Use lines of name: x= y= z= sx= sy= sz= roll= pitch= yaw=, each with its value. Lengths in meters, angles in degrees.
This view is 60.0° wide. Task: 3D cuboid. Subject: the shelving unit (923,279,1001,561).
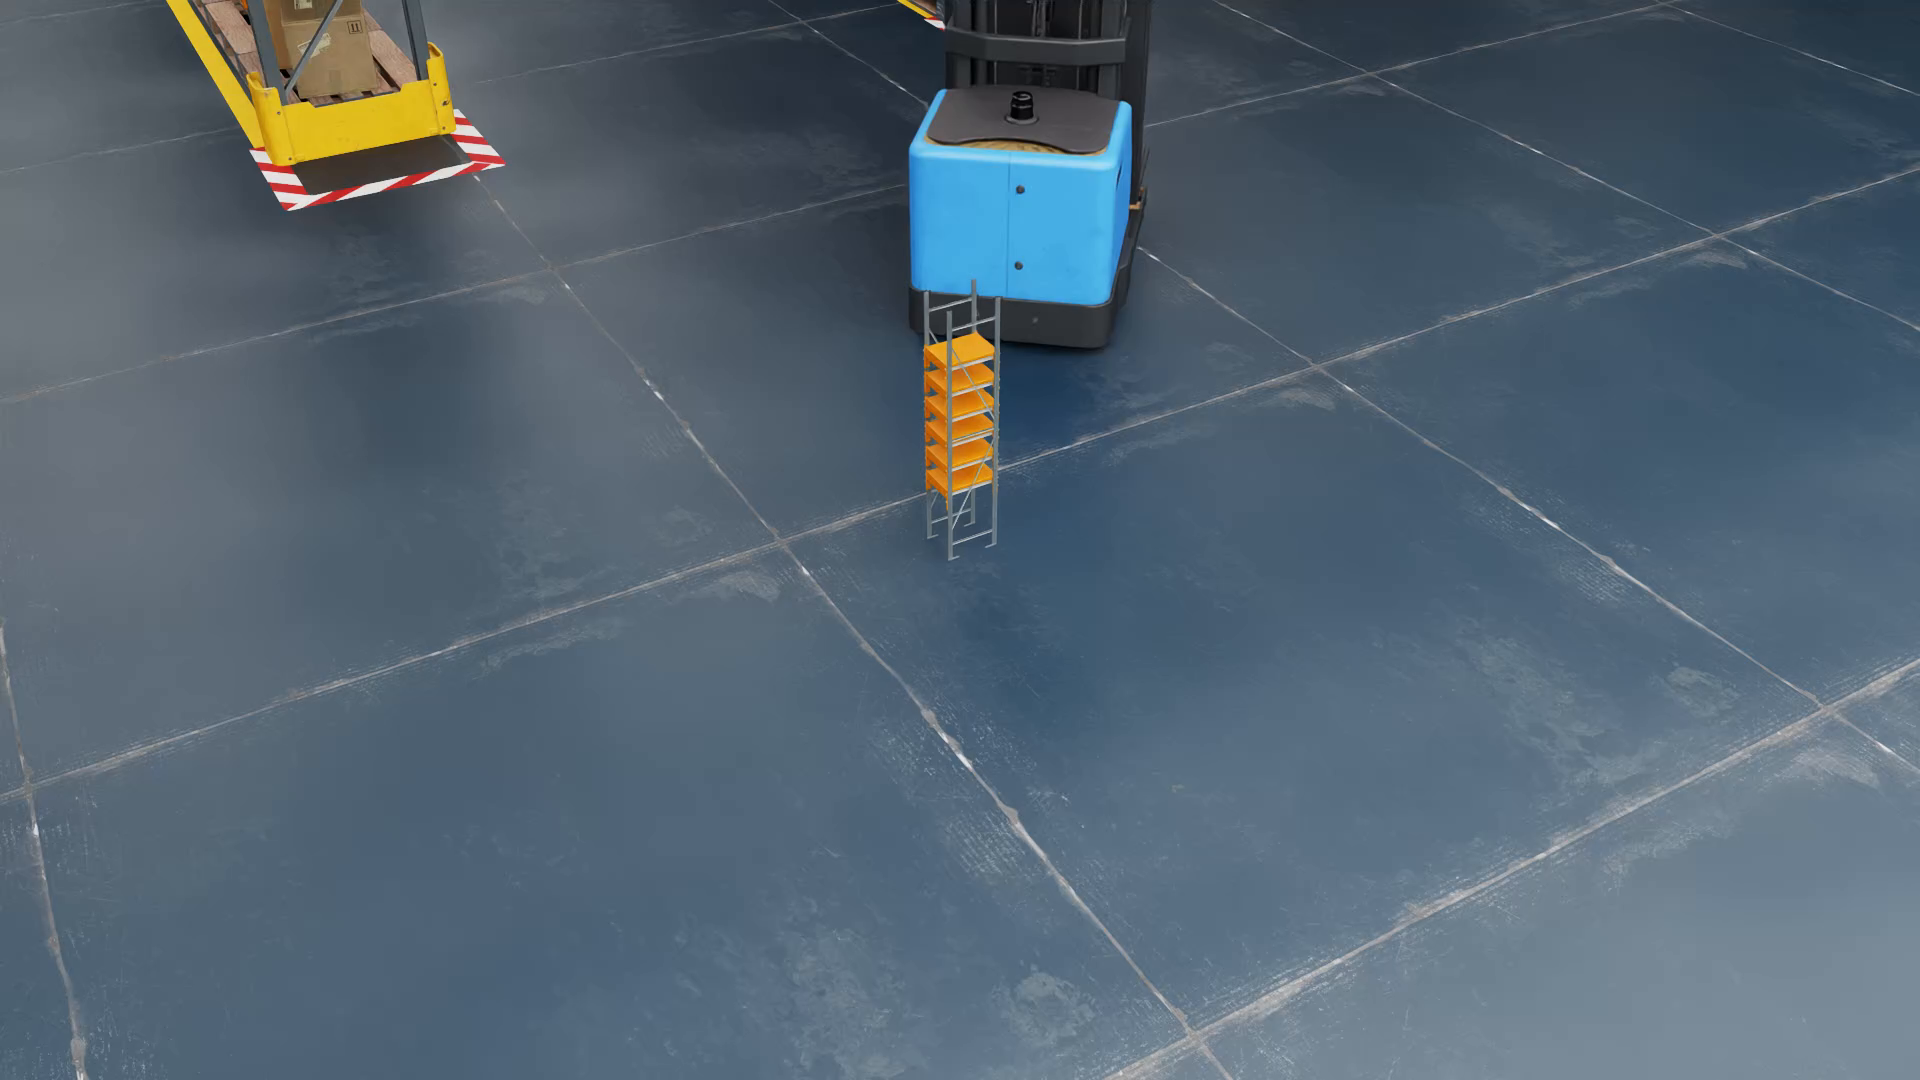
shelving unit: x=0.007 y=-0.477 z=6.886 sx=0.258 sy=1.200 sz=0.189 roll=-19 pitch=40 yaw=-24

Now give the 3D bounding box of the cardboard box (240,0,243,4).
cardboard box: x=-5.014 y=-4.174 z=12.185 sx=0.500 sy=0.500 sz=0.500 roll=-23 pitch=42 yaw=-28

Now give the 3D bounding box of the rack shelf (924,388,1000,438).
rack shelf: x=0.007 y=-0.538 z=6.841 sx=0.258 sy=0.103 sz=0.180 roll=-19 pitch=40 yaw=-24

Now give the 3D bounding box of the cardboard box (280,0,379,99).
cardboard box: x=-4.144 y=-3.257 z=10.929 sx=0.500 sy=0.500 sz=0.500 roll=-12 pitch=38 yaw=-16

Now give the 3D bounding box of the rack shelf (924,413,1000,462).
rack shelf: x=0.007 y=-0.441 z=6.912 sx=0.258 sy=0.103 sz=0.180 roll=-19 pitch=40 yaw=-24

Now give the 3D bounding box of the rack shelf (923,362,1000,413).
rack shelf: x=0.007 y=-0.635 z=6.771 sx=0.258 sy=0.103 sz=0.180 roll=-19 pitch=40 yaw=-24

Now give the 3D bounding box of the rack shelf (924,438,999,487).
rack shelf: x=0.007 y=-0.344 z=6.983 sx=0.258 sy=0.103 sz=0.180 roll=-19 pitch=40 yaw=-24

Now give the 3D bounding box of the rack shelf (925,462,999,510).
rack shelf: x=0.007 y=-0.247 z=7.054 sx=0.258 sy=0.103 sz=0.180 roll=-19 pitch=40 yaw=-24

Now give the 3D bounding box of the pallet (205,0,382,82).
pallet: x=-4.869 y=-3.732 z=12.181 sx=1.003 sy=0.211 sz=1.213 roll=-19 pitch=40 yaw=-24

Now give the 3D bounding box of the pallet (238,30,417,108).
pallet: x=-4.261 y=-3.111 z=11.330 sx=1.003 sy=0.211 sz=1.213 roll=-19 pitch=40 yaw=-24

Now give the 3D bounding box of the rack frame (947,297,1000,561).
rack frame: x=0.053 y=-0.430 z=6.822 sx=0.240 sy=1.200 sz=0.006 roll=-19 pitch=40 yaw=-24

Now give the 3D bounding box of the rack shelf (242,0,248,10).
rack shelf: x=-4.850 y=-4.503 z=11.482 sx=1.077 sy=0.370 sz=4.000 roll=-19 pitch=40 yaw=-24

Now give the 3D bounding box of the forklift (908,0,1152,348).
forklift: x=0.506 y=-3.026 z=8.908 sx=1.130 sy=2.935 sz=3.031 roll=6 pitch=37 yaw=8

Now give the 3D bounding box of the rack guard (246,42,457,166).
rack guard: x=-3.883 y=-2.803 z=10.663 sx=1.175 sy=0.500 sz=0.348 roll=-19 pitch=40 yaw=-24

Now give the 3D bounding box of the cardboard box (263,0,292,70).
cardboard box: x=-4.474 y=-3.551 z=11.333 sx=0.500 sy=0.500 sz=0.500 roll=-9 pitch=37 yaw=-12

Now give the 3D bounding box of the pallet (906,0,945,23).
pallet: x=0.025 y=-4.450 z=13.164 sx=1.003 sy=0.211 sz=1.213 roll=-19 pitch=40 yaw=-24

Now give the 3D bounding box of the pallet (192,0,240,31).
pallet: x=-5.486 y=-4.355 z=13.034 sx=1.003 sy=0.211 sz=1.213 roll=-19 pitch=40 yaw=-24

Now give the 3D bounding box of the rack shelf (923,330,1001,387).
rack shelf: x=0.007 y=-0.732 z=6.700 sx=0.258 sy=0.103 sz=0.180 roll=-19 pitch=40 yaw=-24

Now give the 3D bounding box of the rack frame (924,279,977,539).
rack frame: x=-0.039 y=-0.524 z=6.950 sx=0.240 sy=1.200 sz=0.006 roll=-19 pitch=40 yaw=-24

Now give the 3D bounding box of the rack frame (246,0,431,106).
rack frame: x=-3.845 y=-3.773 z=9.873 sx=1.000 sy=3.000 sz=0.127 roll=-19 pitch=40 yaw=-24
